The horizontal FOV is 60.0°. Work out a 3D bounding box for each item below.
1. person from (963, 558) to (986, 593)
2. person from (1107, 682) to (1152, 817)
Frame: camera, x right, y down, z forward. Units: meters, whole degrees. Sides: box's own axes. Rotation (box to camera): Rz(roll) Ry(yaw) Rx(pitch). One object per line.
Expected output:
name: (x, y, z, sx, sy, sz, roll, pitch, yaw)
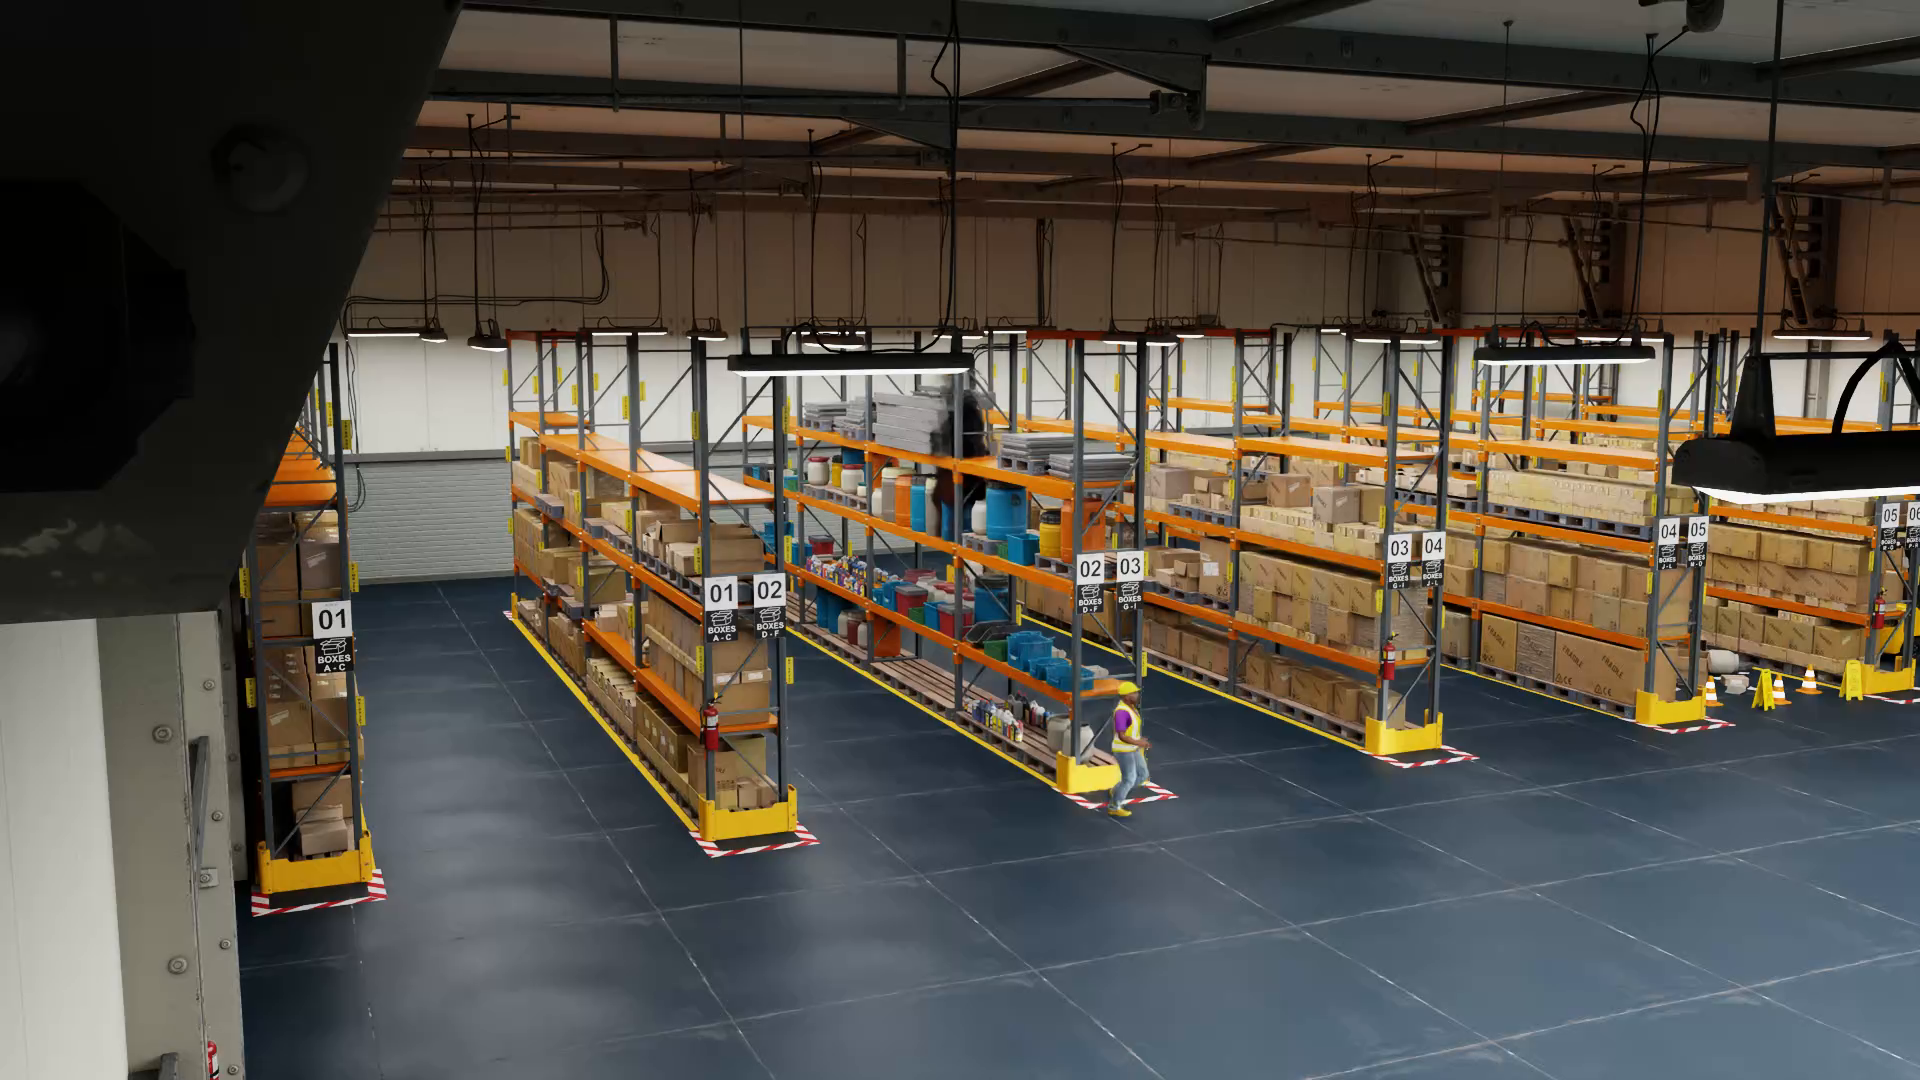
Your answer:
person: (0.289, 0.815, 34.548, 0.571, 1.659, 0.649, -4, 9, -26)
person: (2.157, 2.624, 20.950, 0.584, 1.719, 0.744, 2, 8, 16)
